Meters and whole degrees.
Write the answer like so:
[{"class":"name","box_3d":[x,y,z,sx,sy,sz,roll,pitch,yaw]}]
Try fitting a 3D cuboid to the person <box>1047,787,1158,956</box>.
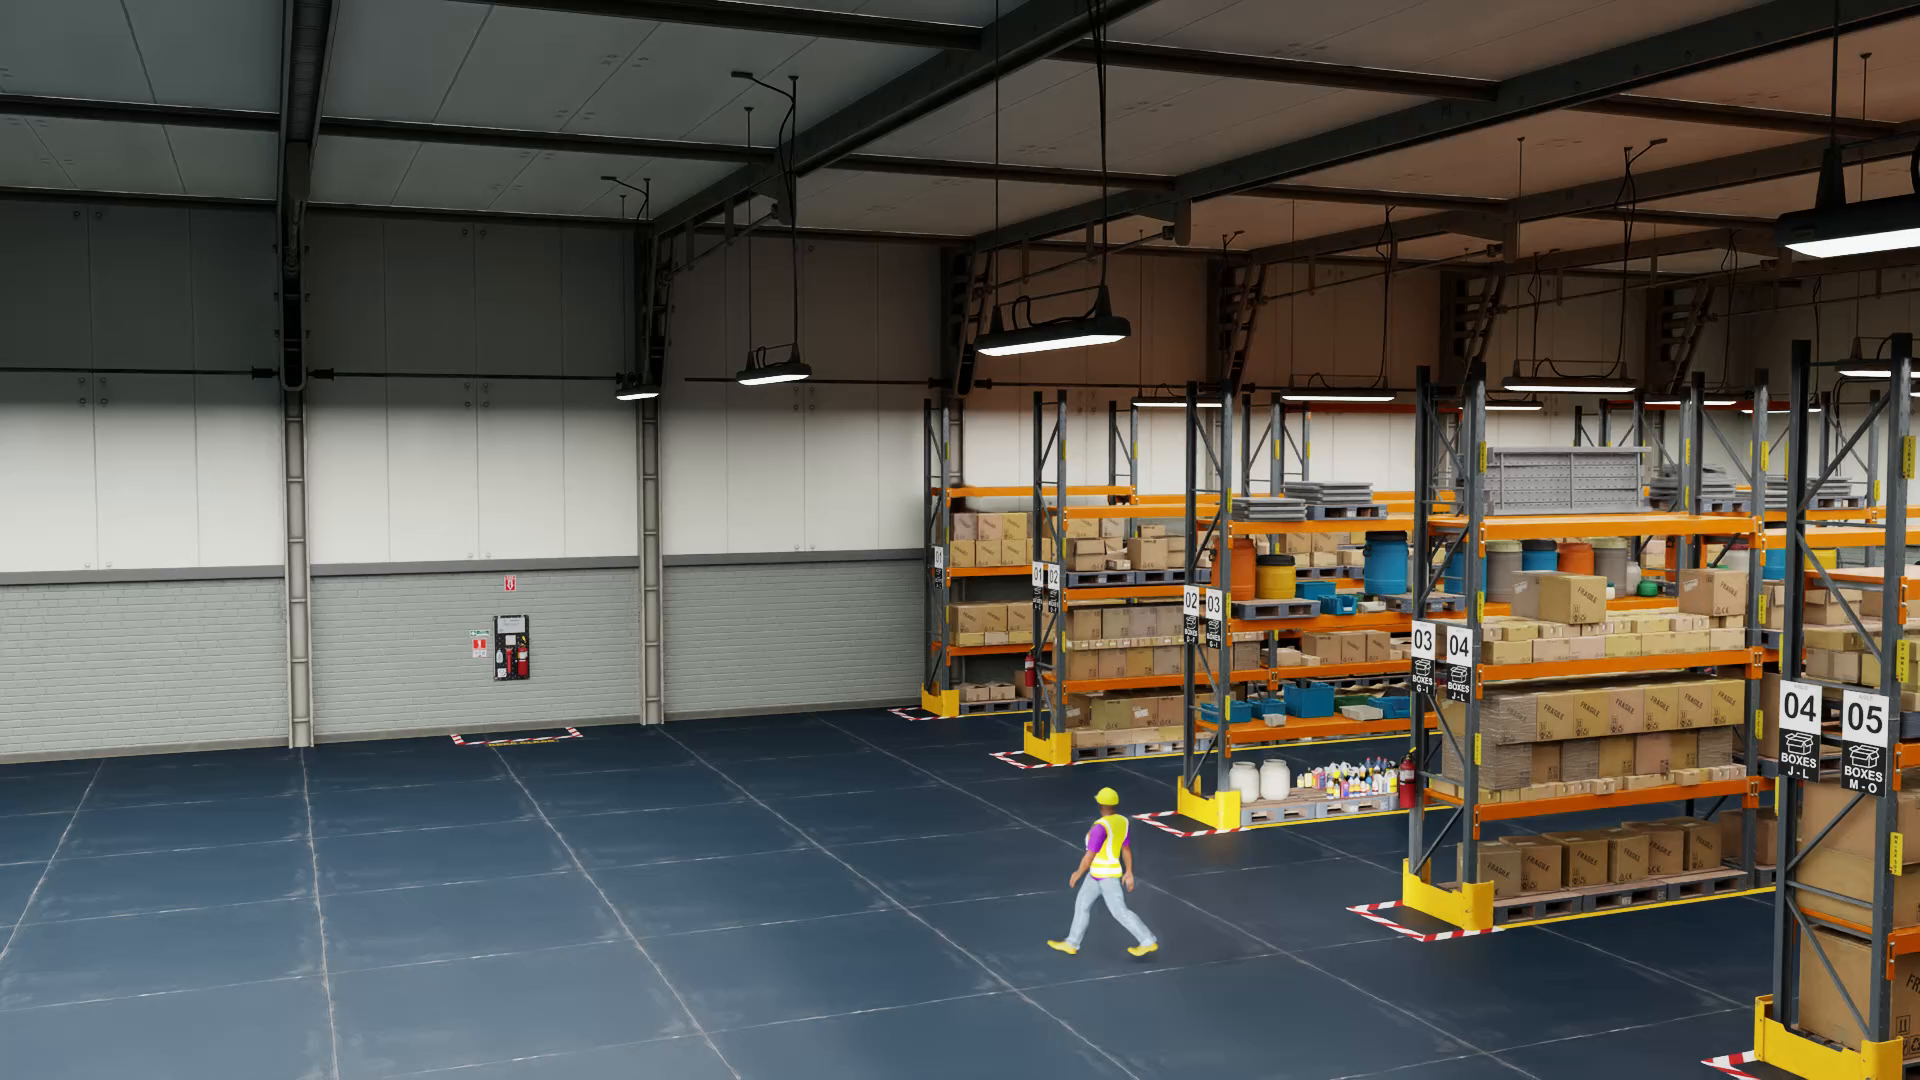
[{"class":"person","box_3d":[1.431,3.328,16.601,1.081,1.726,0.502,0,3,-3]}]
